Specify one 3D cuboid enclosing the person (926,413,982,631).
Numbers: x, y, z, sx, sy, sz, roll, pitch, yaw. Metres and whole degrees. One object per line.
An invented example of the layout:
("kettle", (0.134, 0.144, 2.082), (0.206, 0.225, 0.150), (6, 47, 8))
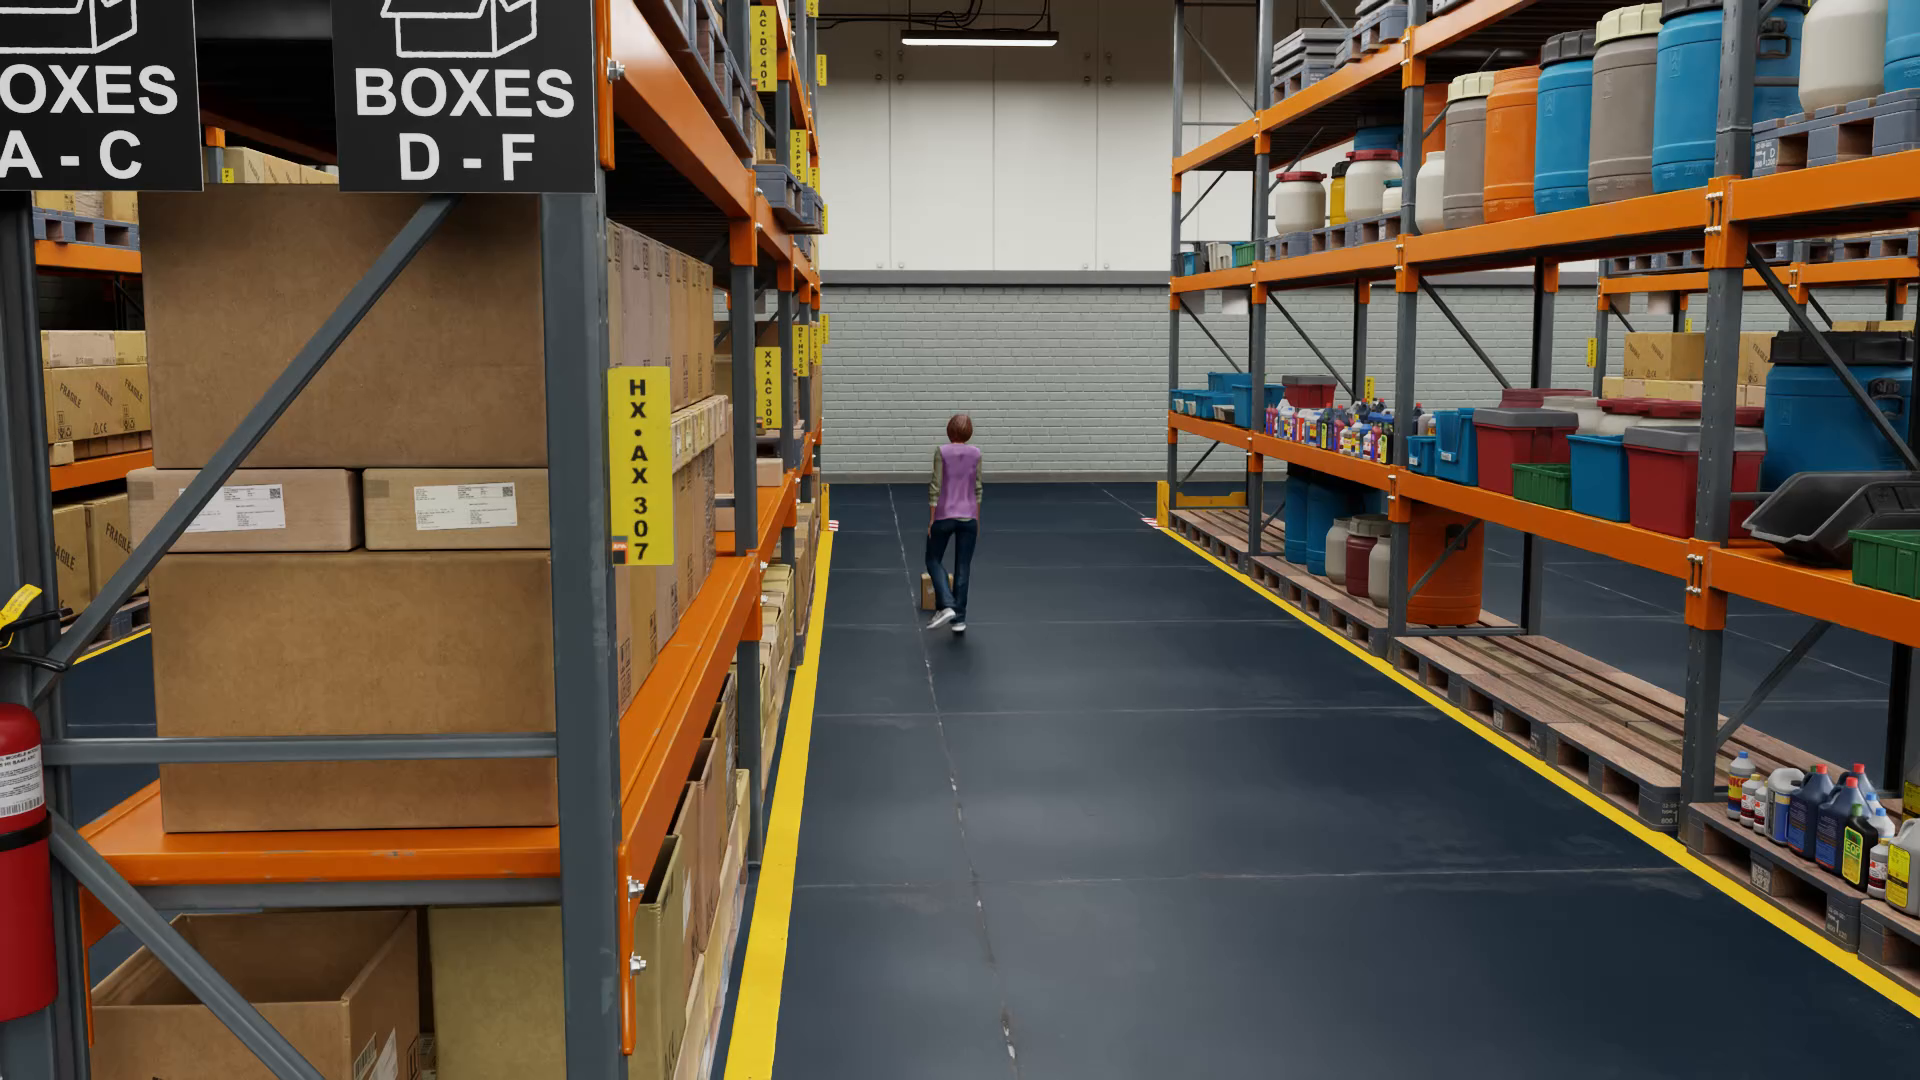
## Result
("person", (-0.035, -0.127, 12.145), (0.429, 1.587, 0.408), (-1, 7, -10))
